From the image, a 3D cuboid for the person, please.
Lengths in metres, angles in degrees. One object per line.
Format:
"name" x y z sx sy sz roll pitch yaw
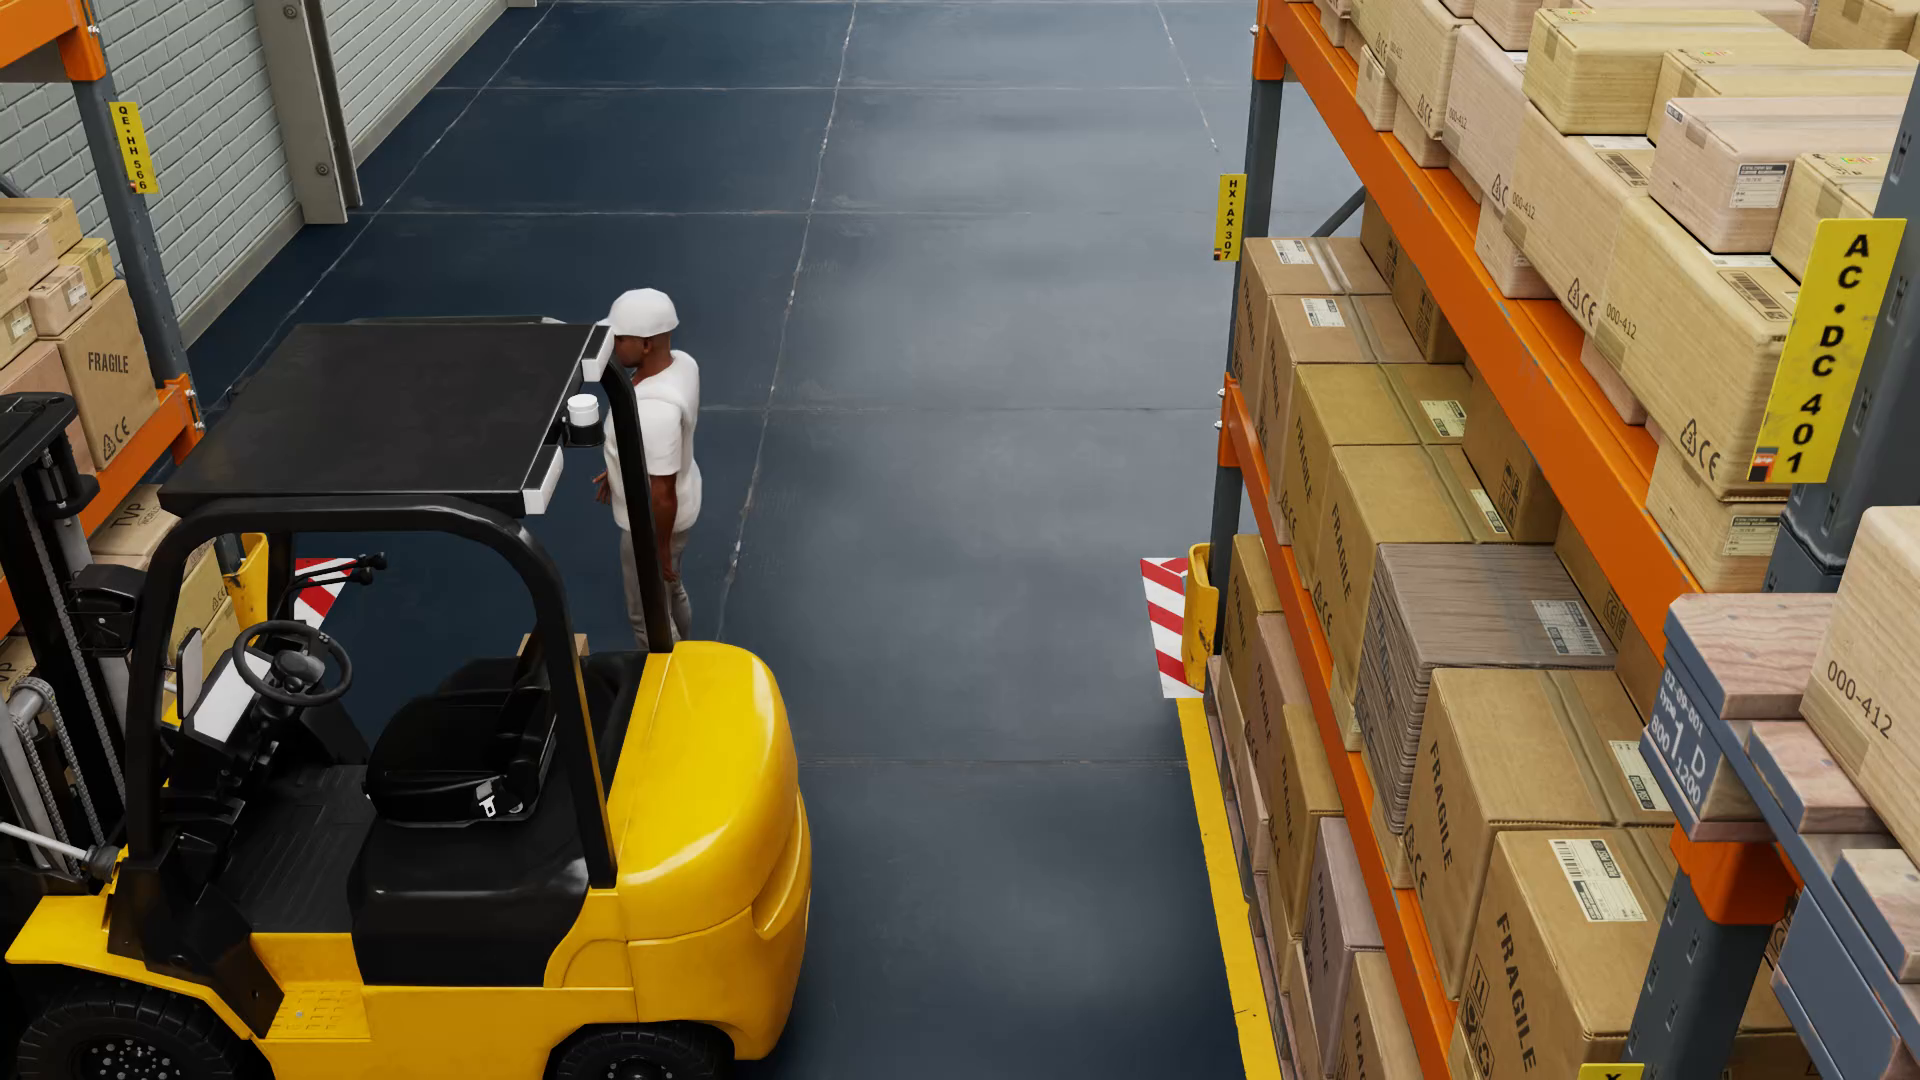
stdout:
"person" -1.189 -0.104 6.267 0.474 1.786 0.583 0 31 0
